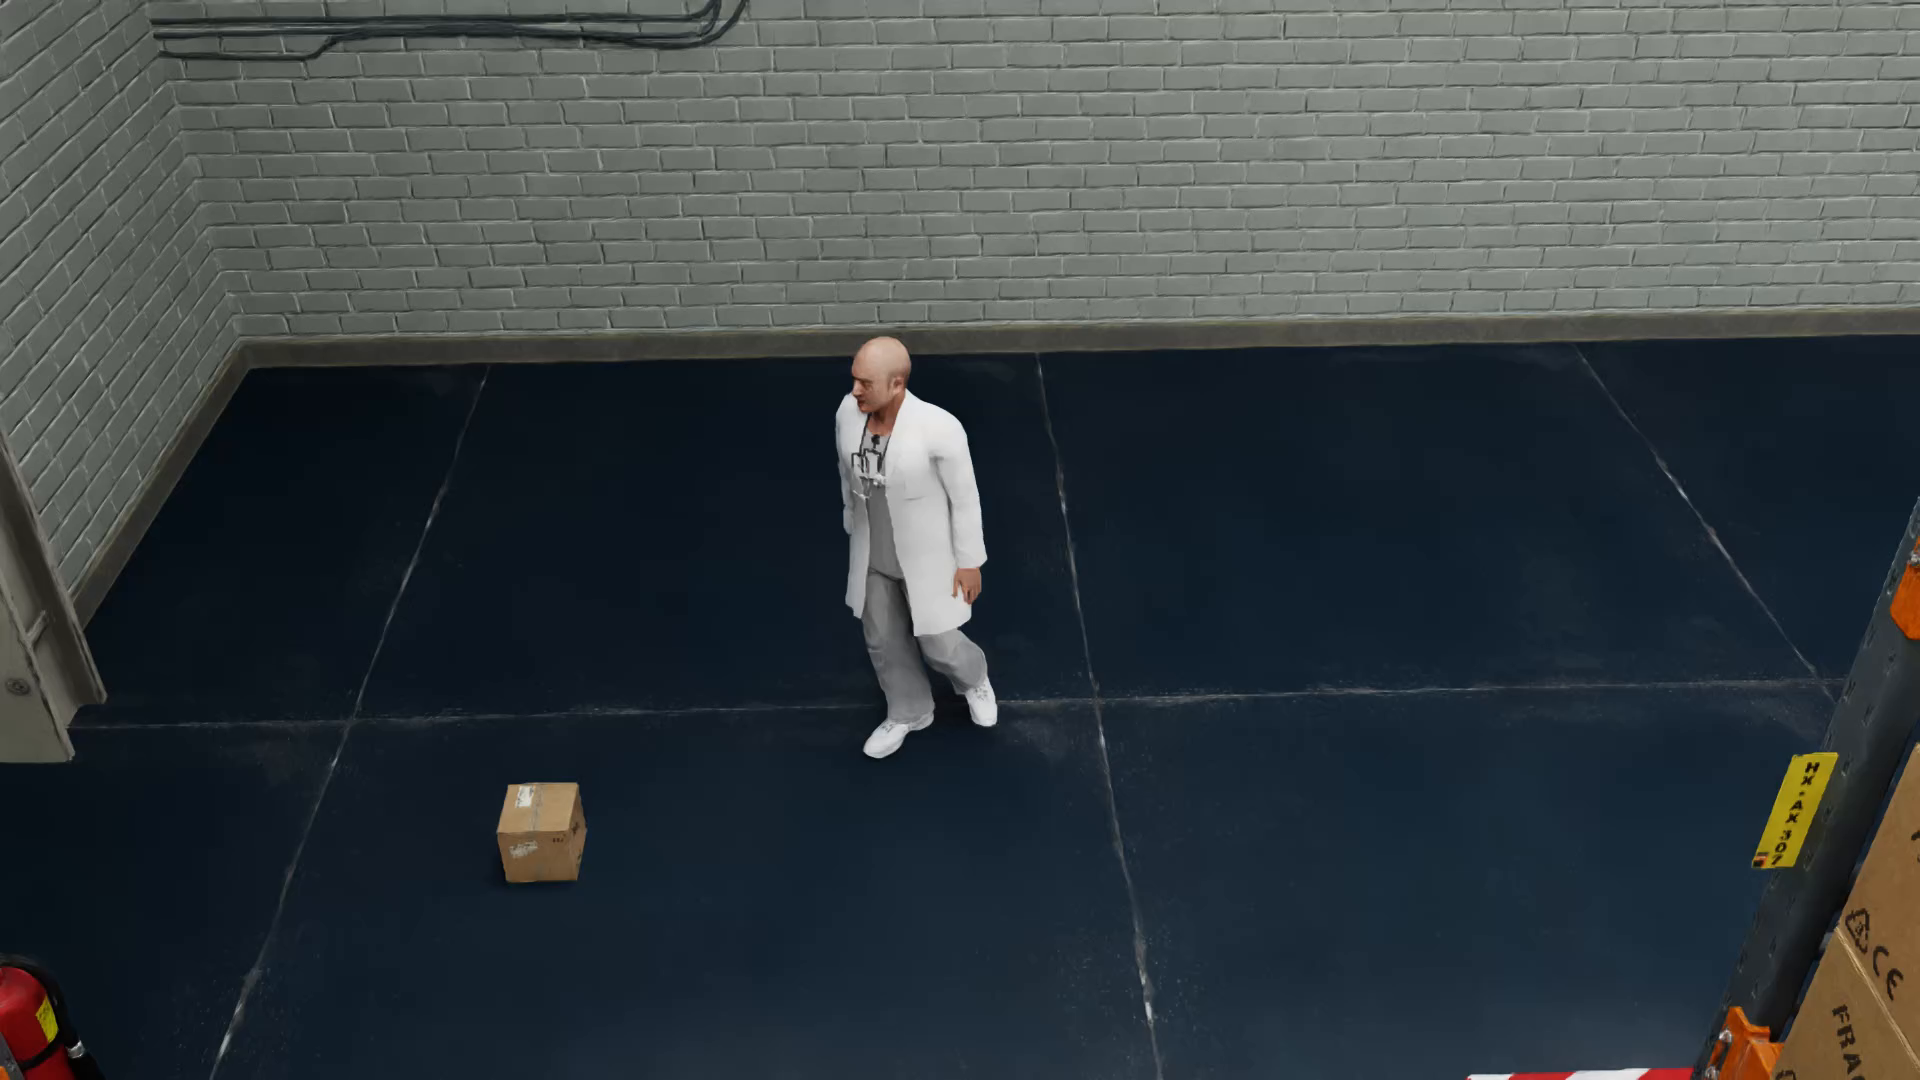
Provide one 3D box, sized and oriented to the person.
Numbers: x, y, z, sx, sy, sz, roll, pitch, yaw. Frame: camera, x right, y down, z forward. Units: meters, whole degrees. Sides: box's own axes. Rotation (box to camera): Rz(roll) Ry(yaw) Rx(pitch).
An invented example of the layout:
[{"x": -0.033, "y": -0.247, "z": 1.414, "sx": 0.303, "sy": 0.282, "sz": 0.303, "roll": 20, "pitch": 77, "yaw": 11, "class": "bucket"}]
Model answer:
[{"x": -0.150, "y": 0.006, "z": 6.146, "sx": 0.619, "sy": 1.771, "sz": 0.604, "roll": 19, "pitch": 39, "yaw": 25, "class": "person"}]
